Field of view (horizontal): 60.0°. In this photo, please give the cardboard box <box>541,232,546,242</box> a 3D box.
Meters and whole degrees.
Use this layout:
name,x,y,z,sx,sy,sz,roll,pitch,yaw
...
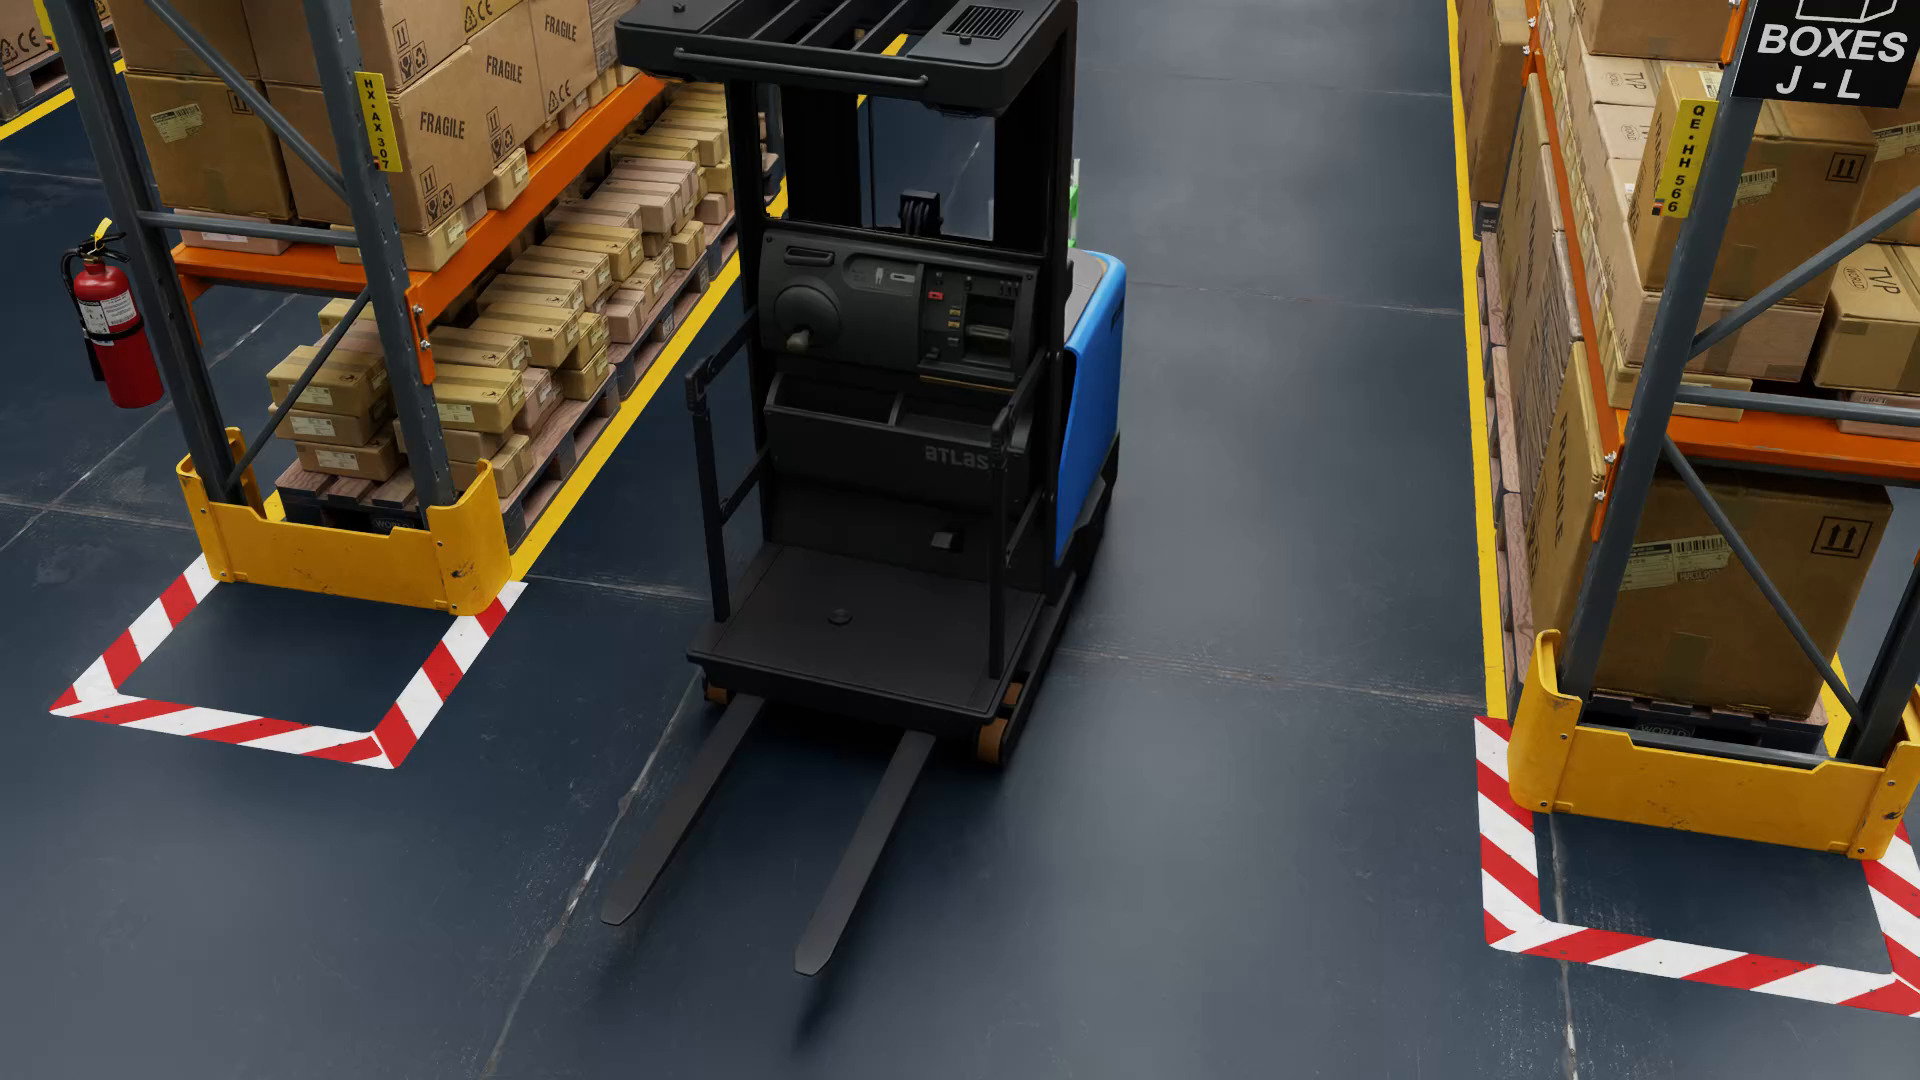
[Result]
name,x,y,z,sx,sy,sz,roll,pitch,yaw
cardboard box,-2.157,-1.559,8.163,0.380,0.149,0.250,7,37,10

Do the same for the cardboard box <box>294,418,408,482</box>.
name,x,y,z,sx,sy,sz,roll,pitch,yaw
cardboard box,-2.472,-0.387,6.800,0.380,0.149,0.250,8,37,11

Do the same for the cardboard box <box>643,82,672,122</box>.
name,x,y,z,sx,sy,sz,roll,pitch,yaw
cardboard box,-1.802,-2.422,9.100,0.380,0.149,0.250,9,37,12

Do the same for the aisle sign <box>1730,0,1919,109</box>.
name,x,y,z,sx,sy,sz,roll,pitch,yaw
aisle sign,2.135,-1.413,3.928,0.394,0.787,0.004,7,37,10

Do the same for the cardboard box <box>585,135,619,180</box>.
name,x,y,z,sx,sy,sz,roll,pitch,yaw
cardboard box,-1.958,-1.968,8.473,0.380,0.149,0.250,6,36,9

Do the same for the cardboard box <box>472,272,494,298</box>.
name,x,y,z,sx,sy,sz,roll,pitch,yaw
cardboard box,-2.339,-1.115,7.550,0.380,0.149,0.250,8,37,11

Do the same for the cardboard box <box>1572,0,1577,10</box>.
name,x,y,z,sx,sy,sz,roll,pitch,yaw
cardboard box,2.833,-2.496,6.874,0.500,0.500,0.500,7,37,10

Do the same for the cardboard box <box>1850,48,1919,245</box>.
name,x,y,z,sx,sy,sz,roll,pitch,yaw
cardboard box,2.917,-1.255,5.161,0.500,0.500,0.500,6,36,9

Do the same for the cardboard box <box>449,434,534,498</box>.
name,x,y,z,sx,sy,sz,roll,pitch,yaw
cardboard box,-1.956,-0.319,6.706,0.380,0.149,0.250,8,37,11

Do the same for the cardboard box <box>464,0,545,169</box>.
name,x,y,z,sx,sy,sz,roll,pitch,yaw
cardboard box,-1.925,-1.737,6.252,0.500,0.500,0.500,7,37,10

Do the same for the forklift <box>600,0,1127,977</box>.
name,x,y,z,sx,sy,sz,roll,pitch,yaw
forklift,-0.272,-0.685,5.198,1.130,2.935,3.031,11,37,14

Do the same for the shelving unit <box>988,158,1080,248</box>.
name,x,y,z,sx,sy,sz,roll,pitch,yaw
shelving unit,0.305,-0.972,7.069,0.258,1.200,0.503,11,37,14

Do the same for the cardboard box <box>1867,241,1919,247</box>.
name,x,y,z,sx,sy,sz,roll,pitch,yaw
cardboard box,2.914,-0.964,5.398,0.500,0.250,0.500,7,37,9

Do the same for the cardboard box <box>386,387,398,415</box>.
name,x,y,z,sx,sy,sz,roll,pitch,yaw
cardboard box,-2.438,-0.661,6.924,0.380,0.149,0.250,6,36,9

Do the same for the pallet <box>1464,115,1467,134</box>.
name,x,y,z,sx,sy,sz,roll,pitch,yaw
pallet,3.648,-2.681,10.270,1.003,0.211,1.213,7,37,10

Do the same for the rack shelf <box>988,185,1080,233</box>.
name,x,y,z,sx,sy,sz,roll,pitch,yaw
rack shelf,0.305,-1.309,6.825,0.258,0.148,0.480,11,37,14

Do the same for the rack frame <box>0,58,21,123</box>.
name,x,y,z,sx,sy,sz,roll,pitch,yaw
rack frame,-6.383,-3.899,9.574,1.000,3.000,0.127,7,37,10

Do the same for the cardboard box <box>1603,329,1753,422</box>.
name,x,y,z,sx,sy,sz,roll,pitch,yaw
cardboard box,2.198,-0.508,5.108,0.380,0.149,0.250,8,37,11

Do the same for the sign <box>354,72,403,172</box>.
name,x,y,z,sx,sy,sz,roll,pitch,yaw
sign,-1.850,-1.326,5.286,0.100,0.325,0.005,7,37,10

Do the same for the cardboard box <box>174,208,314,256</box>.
name,x,y,z,sx,sy,sz,roll,pitch,yaw
cardboard box,-2.587,-1.164,6.014,0.380,0.149,0.250,7,37,10

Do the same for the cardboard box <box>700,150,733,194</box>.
name,x,y,z,sx,sy,sz,roll,pitch,yaw
cardboard box,-1.368,-1.940,8.688,0.380,0.149,0.250,6,36,8

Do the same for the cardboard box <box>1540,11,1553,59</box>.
name,x,y,z,sx,sy,sz,roll,pitch,yaw
cardboard box,2.854,-2.277,7.549,0.380,0.149,0.250,6,36,8

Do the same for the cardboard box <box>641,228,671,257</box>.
name,x,y,z,sx,sy,sz,roll,pitch,yaw
cardboard box,-1.630,-1.509,8.094,0.380,0.149,0.250,6,36,8

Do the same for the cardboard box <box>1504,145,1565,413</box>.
name,x,y,z,sx,sy,sz,roll,pitch,yaw
cardboard box,2.887,-1.082,7.140,0.875,0.875,0.875,7,37,10

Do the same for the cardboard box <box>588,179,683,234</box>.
name,x,y,z,sx,sy,sz,roll,pitch,yaw
cardboard box,-1.554,-1.600,7.966,0.380,0.149,0.250,6,36,8

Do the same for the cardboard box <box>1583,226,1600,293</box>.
name,x,y,z,sx,sy,sz,roll,pitch,yaw
cardboard box,2.361,-0.944,5.711,0.380,0.149,0.250,8,37,11

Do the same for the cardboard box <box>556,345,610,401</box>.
name,x,y,z,sx,sy,sz,roll,pitch,yaw
cardboard box,-1.772,-0.756,7.308,0.380,0.149,0.250,8,37,11

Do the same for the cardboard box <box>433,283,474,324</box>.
name,x,y,z,sx,sy,sz,roll,pitch,yaw
cardboard box,-2.357,-1.077,7.245,0.380,0.149,0.250,6,36,8

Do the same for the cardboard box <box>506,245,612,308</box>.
name,x,y,z,sx,sy,sz,roll,pitch,yaw
cardboard box,-1.776,-1.170,7.372,0.380,0.149,0.250,9,37,12

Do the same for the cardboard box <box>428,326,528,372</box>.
name,x,y,z,sx,sy,sz,roll,pitch,yaw
cardboard box,-1.995,-0.731,6.767,0.380,0.149,0.250,8,37,11

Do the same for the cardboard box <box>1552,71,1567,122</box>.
name,x,y,z,sx,sy,sz,roll,pitch,yaw
cardboard box,2.689,-1.828,6.930,0.380,0.149,0.250,7,36,9

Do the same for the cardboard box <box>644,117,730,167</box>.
name,x,y,z,sx,sy,sz,roll,pitch,yaw
cardboard box,-1.410,-2.062,8.603,0.380,0.149,0.250,7,37,10

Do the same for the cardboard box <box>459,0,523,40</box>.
name,x,y,z,sx,sy,sz,roll,pitch,yaw
cardboard box,-1.924,-2.123,5.933,0.500,0.500,0.500,8,37,11

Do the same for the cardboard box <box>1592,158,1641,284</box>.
name,x,y,z,sx,sy,sz,roll,pitch,yaw
cardboard box,2.397,-1.025,5.483,0.500,0.250,0.500,7,36,9

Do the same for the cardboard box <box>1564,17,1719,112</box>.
name,x,y,z,sx,sy,sz,roll,pitch,yaw
cardboard box,2.725,-1.898,6.687,0.500,0.250,0.500,8,37,11

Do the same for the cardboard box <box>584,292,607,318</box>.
name,x,y,z,sx,sy,sz,roll,pitch,yaw
cardboard box,-1.813,-1.047,7.456,0.380,0.149,0.250,6,36,8

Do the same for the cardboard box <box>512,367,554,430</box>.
name,x,y,z,sx,sy,sz,roll,pitch,yaw
cardboard box,-1.904,-0.598,6.837,0.380,0.149,0.250,7,37,10

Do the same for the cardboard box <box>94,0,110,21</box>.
name,x,y,z,sx,sy,sz,roll,pitch,yaw
cardboard box,-6.144,-4.093,11.294,0.875,0.875,0.875,8,37,11

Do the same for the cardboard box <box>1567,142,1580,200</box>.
name,x,y,z,sx,sy,sz,roll,pitch,yaw
cardboard box,2.525,-1.384,6.317,0.380,0.149,0.250,8,37,11

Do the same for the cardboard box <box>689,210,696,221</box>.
name,x,y,z,sx,sy,sz,roll,pitch,yaw
cardboard box,-1.582,-1.651,8.543,0.380,0.149,0.250,6,36,9

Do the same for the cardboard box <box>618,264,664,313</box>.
name,x,y,z,sx,sy,sz,roll,pitch,yaw
cardboard box,-1.638,-1.208,7.932,0.380,0.149,0.250,7,37,10

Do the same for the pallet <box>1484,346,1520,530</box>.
name,x,y,z,sx,sy,sz,roll,pitch,yaw
pallet,2.801,-0.400,7.122,1.003,0.211,1.213,7,37,10

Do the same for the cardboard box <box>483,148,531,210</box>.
name,x,y,z,sx,sy,sz,roll,pitch,yaw
cardboard box,-1.867,-1.385,6.319,0.380,0.149,0.250,6,36,9

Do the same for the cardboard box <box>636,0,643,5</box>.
name,x,y,z,sx,sy,sz,roll,pitch,yaw
cardboard box,-1.573,-2.602,7.446,0.500,0.500,0.500,7,37,10

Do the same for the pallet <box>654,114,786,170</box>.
name,x,y,z,sx,sy,sz,roll,pitch,yaw
pallet,-1.361,-2.654,10.232,1.003,0.211,1.213,7,37,10

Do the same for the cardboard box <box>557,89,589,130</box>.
name,x,y,z,sx,sy,sz,roll,pitch,yaw
cardboard box,-1.784,-1.841,6.948,0.380,0.149,0.250,7,36,9

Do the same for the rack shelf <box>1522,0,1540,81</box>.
name,x,y,z,sx,sy,sz,roll,pitch,yaw
rack shelf,3.725,-3.512,9.653,1.077,0.370,4.000,7,37,10

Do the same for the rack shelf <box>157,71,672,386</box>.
name,x,y,z,sx,sy,sz,roll,pitch,yaw
rack shelf,-1.953,-1.899,7.427,1.077,0.370,4.000,7,37,10

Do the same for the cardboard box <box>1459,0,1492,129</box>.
name,x,y,z,sx,sy,sz,roll,pitch,yaw
cardboard box,3.605,-2.849,9.577,1.225,0.875,0.875,6,36,8

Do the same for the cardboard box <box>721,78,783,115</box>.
name,x,y,z,sx,sy,sz,roll,pitch,yaw
cardboard box,-1.109,-2.885,9.947,0.500,0.500,0.500,9,37,12

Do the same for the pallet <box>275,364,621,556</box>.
name,x,y,z,sx,sy,sz,roll,pitch,yaw
pallet,-2.156,-0.419,7.149,1.003,0.211,1.213,7,37,10

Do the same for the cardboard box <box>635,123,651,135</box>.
name,x,y,z,sx,sy,sz,roll,pitch,yaw
cardboard box,-1.882,-2.149,8.977,0.380,0.149,0.250,8,37,10

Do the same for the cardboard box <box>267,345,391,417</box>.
name,x,y,z,sx,sy,sz,roll,pitch,yaw
cardboard box,-2.515,-0.635,6.635,0.380,0.149,0.250,8,37,11

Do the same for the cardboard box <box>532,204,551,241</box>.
name,x,y,z,sx,sy,sz,roll,pitch,yaw
cardboard box,-2.161,-1.529,7.868,0.380,0.149,0.250,7,37,10
